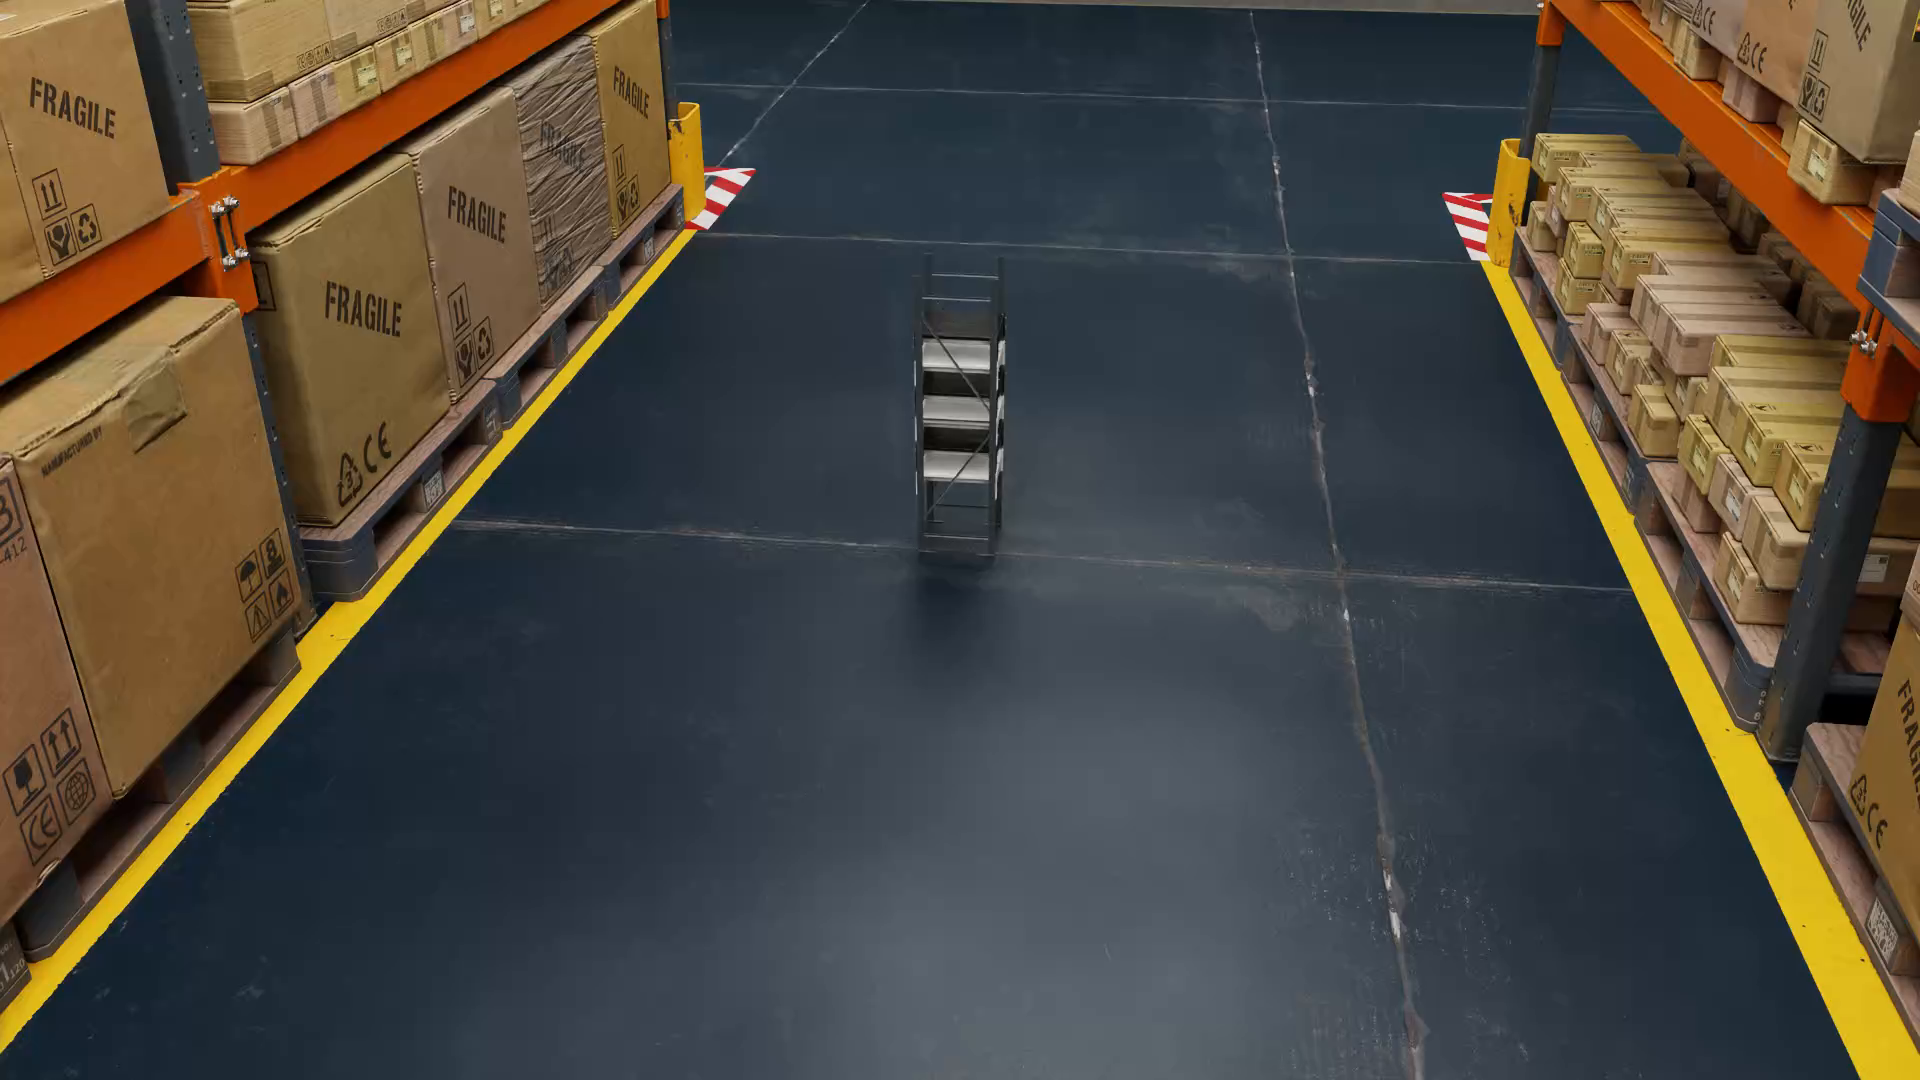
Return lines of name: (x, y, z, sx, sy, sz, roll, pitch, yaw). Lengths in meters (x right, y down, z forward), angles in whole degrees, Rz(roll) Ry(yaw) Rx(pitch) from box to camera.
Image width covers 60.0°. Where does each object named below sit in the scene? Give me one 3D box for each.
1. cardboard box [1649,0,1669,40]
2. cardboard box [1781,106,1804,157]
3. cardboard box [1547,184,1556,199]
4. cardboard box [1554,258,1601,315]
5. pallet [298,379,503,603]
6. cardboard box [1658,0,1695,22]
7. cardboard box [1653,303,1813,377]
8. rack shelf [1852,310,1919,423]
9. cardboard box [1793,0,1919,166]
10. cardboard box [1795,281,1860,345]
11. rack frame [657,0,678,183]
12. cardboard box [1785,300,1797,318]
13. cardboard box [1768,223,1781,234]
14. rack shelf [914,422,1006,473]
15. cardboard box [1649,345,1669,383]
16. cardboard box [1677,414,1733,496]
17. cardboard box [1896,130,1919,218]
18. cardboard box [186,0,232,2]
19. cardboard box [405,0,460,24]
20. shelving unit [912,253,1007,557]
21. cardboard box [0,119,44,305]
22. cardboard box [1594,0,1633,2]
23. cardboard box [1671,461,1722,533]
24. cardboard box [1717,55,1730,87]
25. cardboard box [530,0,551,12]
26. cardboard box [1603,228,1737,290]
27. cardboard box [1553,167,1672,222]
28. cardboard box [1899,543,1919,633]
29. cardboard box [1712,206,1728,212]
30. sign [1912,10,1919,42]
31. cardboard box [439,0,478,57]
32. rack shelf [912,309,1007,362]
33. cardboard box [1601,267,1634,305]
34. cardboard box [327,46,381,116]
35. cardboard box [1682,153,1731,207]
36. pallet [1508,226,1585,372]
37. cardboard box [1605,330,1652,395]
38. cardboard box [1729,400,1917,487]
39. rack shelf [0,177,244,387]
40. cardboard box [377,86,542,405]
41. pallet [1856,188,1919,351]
cardboard box: (2.583, -1.778, 5.652, 0.380, 0.149, 0.250, 3, 28, 5)
cardboard box: (2.364, -1.043, 4.288, 0.380, 0.149, 0.250, 4, 29, 8)
cardboard box: (2.717, -1.467, 7.061, 0.380, 0.149, 0.250, 5, 29, 8)
cardboard box: (2.539, -0.981, 6.471, 0.380, 0.149, 0.250, 4, 29, 7)
pallet: (-2.194, -0.217, 5.430, 1.003, 0.211, 1.213, 3, 28, 6)
cardboard box: (2.537, -1.895, 5.185, 0.500, 0.500, 0.500, 3, 28, 5)
cardboard box: (2.397, -0.620, 5.175, 0.380, 0.149, 0.250, 2, 28, 4)
rack shelf: (2.301, 0.503, 1.913, 1.077, 0.370, 4.000, 3, 28, 6)
cardboard box: (2.325, -1.175, 3.849, 0.500, 0.500, 0.500, 3, 28, 6)
cardboard box: (2.941, -0.718, 5.355, 0.380, 0.149, 0.250, 2, 28, 4)
rack frame: (-1.874, -2.974, 7.608, 1.000, 3.000, 0.127, 3, 28, 6)
cardboard box: (3.092, -0.825, 5.869, 0.380, 0.149, 0.250, 5, 29, 9)
cardboard box: (3.157, -1.074, 6.017, 0.380, 0.149, 0.250, 4, 29, 8)
rack shelf: (0.001, -0.291, 5.102, 0.258, 0.077, 0.200, 3, 28, 6)
cardboard box: (2.498, -0.597, 5.444, 0.380, 0.149, 0.250, 2, 28, 4)
cardboard box: (2.305, -0.238, 4.779, 0.380, 0.149, 0.250, 2, 28, 4)
cardboard box: (2.041, -0.671, 3.155, 0.380, 0.149, 0.250, 2, 28, 4)
cardboard box: (-2.052, -1.697, 4.291, 0.500, 0.500, 0.500, 3, 28, 6)
cardboard box: (-1.923, -1.840, 5.348, 0.500, 0.250, 0.500, 4, 29, 7)
shelving unit: (0.001, -0.400, 5.044, 0.258, 0.900, 0.210, 3, 28, 6)
cardboard box: (-2.218, -0.667, 3.220, 0.500, 0.500, 0.500, 4, 29, 8)
cardboard box: (2.595, -2.149, 6.341, 0.380, 0.149, 0.250, 3, 28, 5)
cardboard box: (2.339, -0.135, 4.902, 0.380, 0.149, 0.250, 2, 28, 5)
cardboard box: (2.508, -1.409, 4.968, 0.380, 0.149, 0.250, 3, 28, 5)
cardboard box: (-1.746, -2.074, 6.202, 0.380, 0.149, 0.250, 3, 29, 6)
cardboard box: (2.493, -0.983, 5.847, 0.380, 0.149, 0.250, 4, 29, 7)
cardboard box: (2.562, -1.355, 6.539, 0.380, 0.149, 0.250, 3, 28, 6)
cardboard box: (2.193, 0.162, 3.188, 0.500, 0.250, 0.500, 2, 28, 4)
cardboard box: (3.169, -1.314, 6.776, 0.380, 0.149, 0.250, 3, 28, 5)
sign: (2.006, -1.165, 3.336, 0.100, 0.325, 0.005, 3, 28, 6)
cardboard box: (-1.840, -1.711, 5.528, 0.380, 0.149, 0.250, 4, 29, 7)
rack shelf: (0.001, -0.608, 4.931, 0.258, 0.077, 0.200, 3, 28, 6)
cardboard box: (2.608, -0.977, 6.150, 0.380, 0.149, 0.250, 2, 28, 4)
cardboard box: (-1.934, -1.348, 4.855, 0.380, 0.149, 0.250, 4, 29, 8)
cardboard box: (3.135, -1.451, 6.717, 0.380, 0.149, 0.250, 4, 29, 7)
pallet: (2.892, -0.995, 6.874, 1.003, 0.211, 1.213, 3, 28, 6)
cardboard box: (2.478, -0.611, 5.785, 0.380, 0.149, 0.250, 3, 28, 6)
cardboard box: (2.323, -0.252, 4.492, 0.380, 0.149, 0.250, 4, 29, 7)
rack shelf: (-2.609, 0.167, 2.536, 1.077, 0.370, 4.000, 3, 28, 6)
cardboard box: (-2.094, -1.071, 5.872, 0.875, 0.875, 0.875, 3, 28, 6)
pallet: (2.308, -0.320, 2.883, 1.003, 0.211, 1.213, 3, 28, 6)
